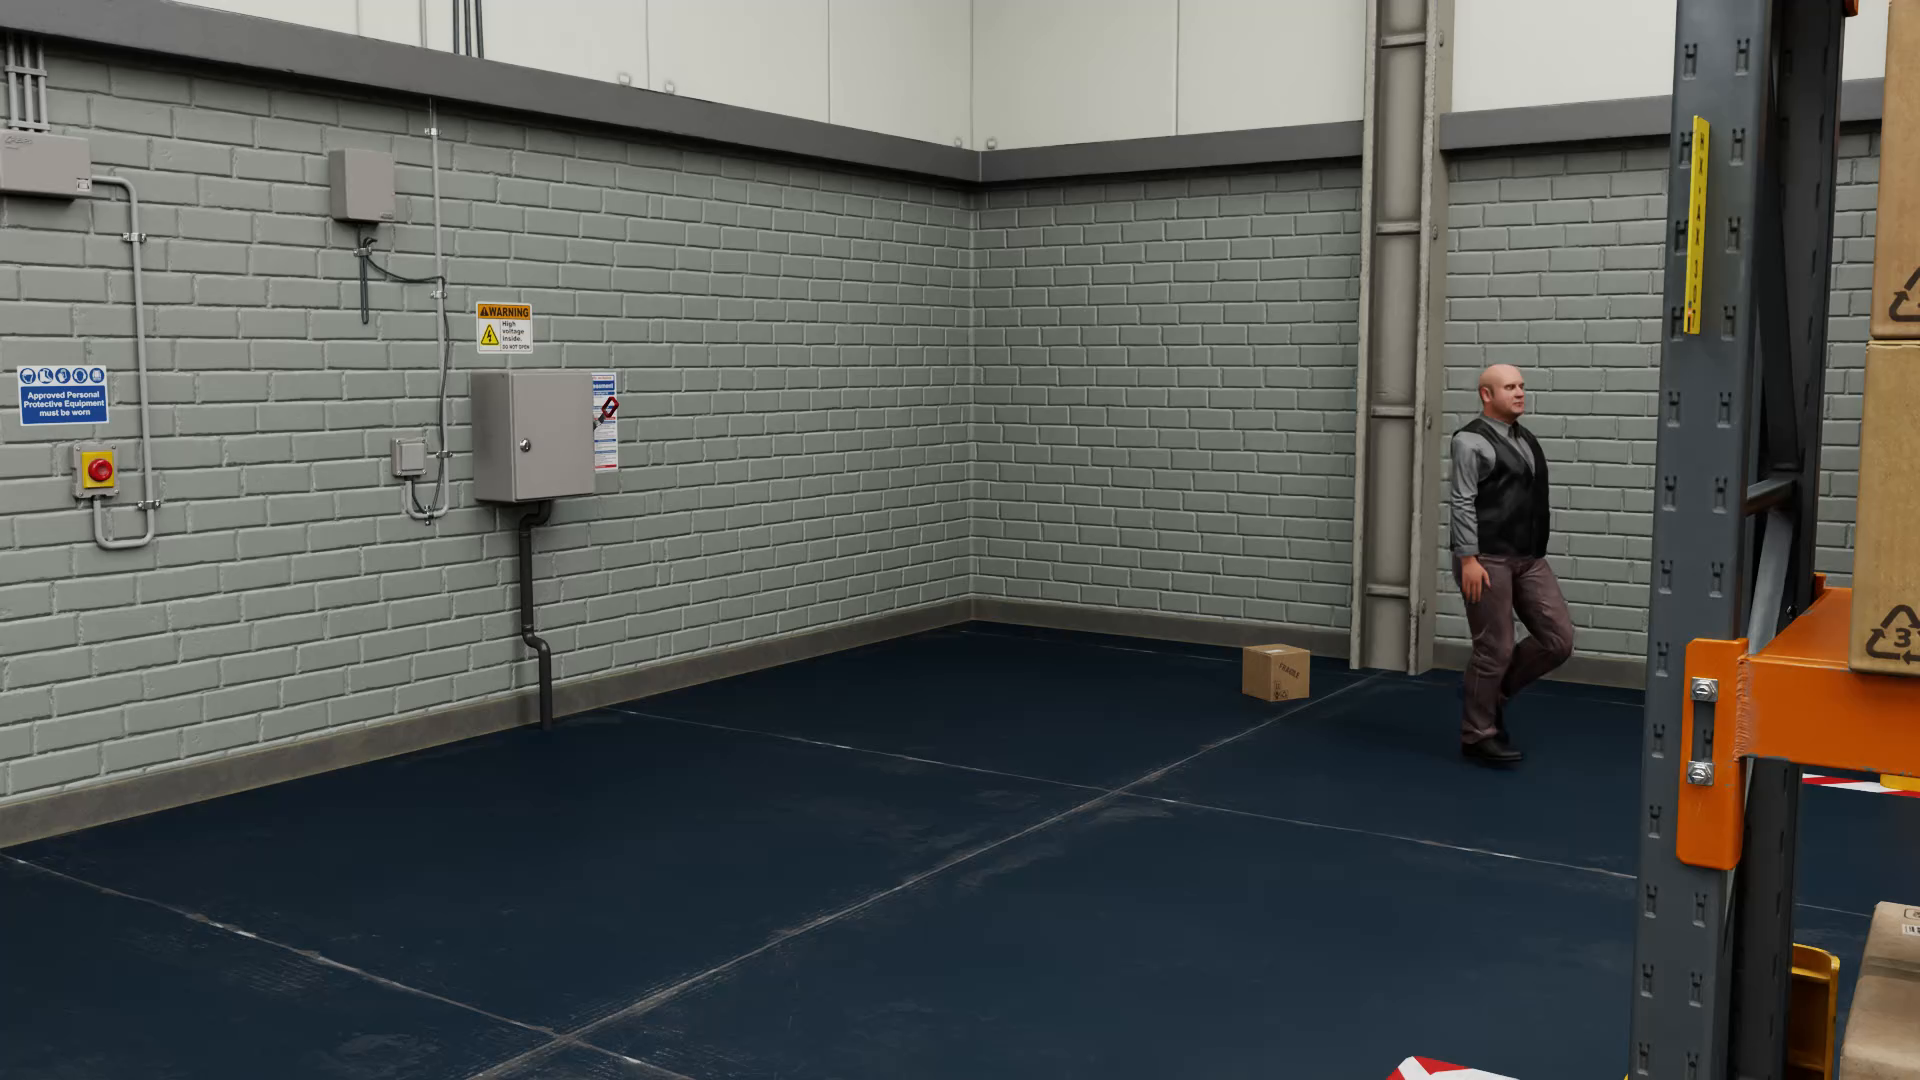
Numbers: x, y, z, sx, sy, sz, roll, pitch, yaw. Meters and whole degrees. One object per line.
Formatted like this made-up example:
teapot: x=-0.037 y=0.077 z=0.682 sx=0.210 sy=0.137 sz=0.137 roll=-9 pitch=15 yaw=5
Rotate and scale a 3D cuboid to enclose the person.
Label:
person: x=2.356 y=0.102 z=7.198 sx=0.564 sy=1.716 sz=0.472 roll=-4 pitch=8 yaw=-35
